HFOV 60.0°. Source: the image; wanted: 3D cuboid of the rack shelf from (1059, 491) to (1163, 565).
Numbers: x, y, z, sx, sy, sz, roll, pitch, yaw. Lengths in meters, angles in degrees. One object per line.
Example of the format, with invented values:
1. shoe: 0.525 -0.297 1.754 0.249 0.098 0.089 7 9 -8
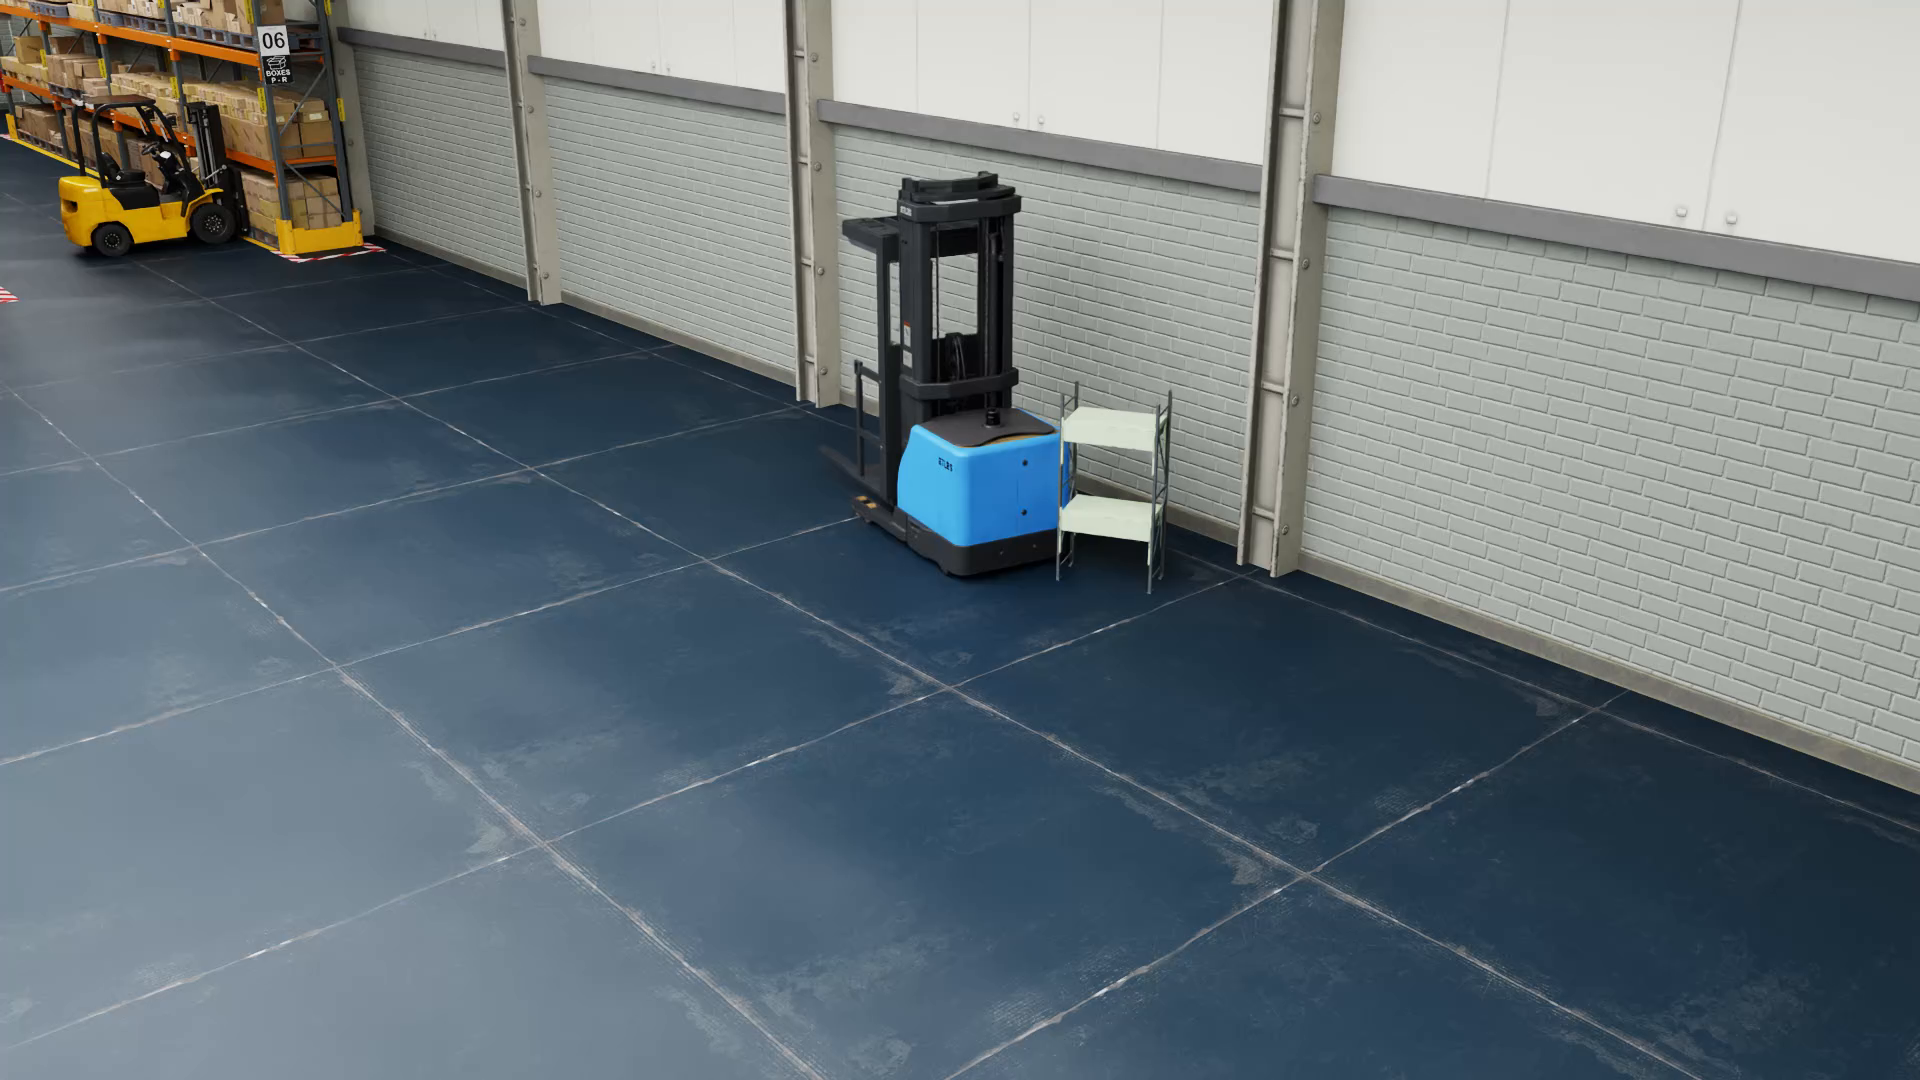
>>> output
1. rack shelf: 1.169 -0.098 12.797 0.720 0.370 0.431 8 23 19

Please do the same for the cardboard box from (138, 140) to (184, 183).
1. cardboard box: -13.928 -6.705 29.397 0.875 0.625 0.625 -16 27 -36

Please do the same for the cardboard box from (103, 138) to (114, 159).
1. cardboard box: -15.515 -7.208 30.851 0.500 0.500 0.500 -18 28 -38

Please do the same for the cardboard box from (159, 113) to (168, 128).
1. cardboard box: -13.006 -7.009 27.698 0.500 0.250 0.500 -18 27 -38

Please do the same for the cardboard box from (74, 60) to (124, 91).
1. cardboard box: -15.963 -8.620 30.888 0.797 0.503 0.637 -18 28 -39

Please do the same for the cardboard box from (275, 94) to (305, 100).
1. cardboard box: -10.071 -6.612 25.044 0.380 0.149 0.250 -17 27 -37

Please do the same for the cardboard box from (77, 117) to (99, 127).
1. cardboard box: -16.920 -8.120 32.290 0.380 0.149 0.250 -19 28 -40

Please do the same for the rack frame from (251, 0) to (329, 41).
1. rack frame: -9.535 -8.553 23.208 1.000 3.000 0.127 -17 27 -37

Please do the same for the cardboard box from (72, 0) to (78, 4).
1. cardboard box: -15.991 -9.885 30.380 0.380 0.149 0.250 -16 27 -36

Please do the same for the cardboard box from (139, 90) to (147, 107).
1. cardboard box: -13.646 -7.529 28.340 0.500 0.250 0.500 -17 27 -37

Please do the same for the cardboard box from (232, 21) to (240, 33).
1. cardboard box: -10.306 -7.438 24.106 0.380 0.149 0.250 -18 28 -39

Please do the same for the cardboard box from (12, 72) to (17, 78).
1. cardboard box: -19.771 -9.848 35.084 0.380 0.149 0.250 -17 27 -36

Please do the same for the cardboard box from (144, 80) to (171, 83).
1. cardboard box: -13.679 -7.757 28.376 0.380 0.149 0.250 -17 27 -37

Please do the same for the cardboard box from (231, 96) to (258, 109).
1. cardboard box: -10.665 -6.554 24.896 0.380 0.149 0.250 -17 27 -36

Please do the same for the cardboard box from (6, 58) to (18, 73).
1. cardboard box: -19.558 -9.920 34.722 0.500 0.250 0.500 -17 27 -37

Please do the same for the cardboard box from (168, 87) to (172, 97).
1. cardboard box: -12.839 -7.402 27.468 0.380 0.149 0.250 -17 27 -37

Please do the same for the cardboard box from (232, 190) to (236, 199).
1. cardboard box: -11.086 -5.385 25.856 0.500 0.250 0.500 -18 27 -38

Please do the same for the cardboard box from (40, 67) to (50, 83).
1. cardboard box: -17.885 -9.226 32.951 0.500 0.250 0.500 -17 27 -36

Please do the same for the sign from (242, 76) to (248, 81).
1. sign: -11.727 -7.437 27.289 0.100 0.325 0.005 -17 27 -37

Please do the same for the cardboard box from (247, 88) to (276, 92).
1. cardboard box: -10.897 -6.974 25.968 0.380 0.149 0.250 -18 28 -38

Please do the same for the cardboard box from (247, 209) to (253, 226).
1. cardboard box: -10.718 -5.009 25.581 0.500 0.250 0.500 -17 27 -37

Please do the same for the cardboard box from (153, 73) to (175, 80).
1. cardboard box: -14.013 -8.145 29.365 0.380 0.149 0.250 -17 27 -37

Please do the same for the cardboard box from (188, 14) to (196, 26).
1. cardboard box: -11.582 -7.978 25.484 0.380 0.149 0.250 -16 27 -36

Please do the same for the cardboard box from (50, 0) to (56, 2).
1. cardboard box: -16.647 -10.065 30.814 0.380 0.149 0.250 -17 27 -36

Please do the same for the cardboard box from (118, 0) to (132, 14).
1. cardboard box: -13.805 -9.116 27.908 0.500 0.500 0.500 -17 27 -36

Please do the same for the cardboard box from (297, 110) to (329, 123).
1. cardboard box: -9.560 -6.263 24.562 0.380 0.149 0.250 -18 28 -39

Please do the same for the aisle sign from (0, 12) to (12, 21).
1. aisle sign: -20.246 -11.339 34.984 0.394 0.787 0.004 -17 27 -37

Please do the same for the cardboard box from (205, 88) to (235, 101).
1. cardboard box: -11.470 -6.913 25.813 0.380 0.149 0.250 -18 28 -38

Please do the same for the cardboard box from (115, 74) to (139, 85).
1. cardboard box: -14.597 -8.087 29.217 0.380 0.149 0.250 -17 27 -36

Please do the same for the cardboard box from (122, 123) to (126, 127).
1. cardboard box: -15.746 -7.866 31.643 0.380 0.149 0.250 -17 27 -37

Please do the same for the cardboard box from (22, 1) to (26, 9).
1. cardboard box: -18.310 -10.597 32.885 0.380 0.149 0.250 -18 27 -38

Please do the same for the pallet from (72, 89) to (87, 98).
1. pallet: -16.030 -8.416 31.349 1.003 0.211 1.213 -17 27 -37

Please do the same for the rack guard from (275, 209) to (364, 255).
1. rack guard: -9.519 -4.589 24.741 1.175 0.500 0.348 -17 27 -37

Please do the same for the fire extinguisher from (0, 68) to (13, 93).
1. fire extinguisher: -20.425 -9.901 35.493 0.296 0.674 0.183 -17 27 -37

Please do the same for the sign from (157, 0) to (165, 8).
1. sign: -12.551 -8.517 26.088 0.100 0.325 0.005 -17 27 -37

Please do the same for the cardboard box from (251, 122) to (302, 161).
1. cardboard box: -10.055 -5.879 24.471 0.500 0.500 0.500 -18 28 -39

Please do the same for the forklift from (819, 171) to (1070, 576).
1. forklift: -0.279 -1.585 13.737 1.130 2.935 3.031 -11 24 -27

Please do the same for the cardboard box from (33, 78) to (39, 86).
1. cardboard box: -18.481 -9.261 33.587 0.380 0.149 0.250 -18 28 -38

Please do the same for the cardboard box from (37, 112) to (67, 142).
1. cardboard box: -18.446 -8.488 34.119 0.700 0.500 0.500 -19 28 -39

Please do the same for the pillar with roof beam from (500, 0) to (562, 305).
1. pillar with roof beam: -8.652 -6.277 17.398 9.100 9.000 0.400 -17 27 -37

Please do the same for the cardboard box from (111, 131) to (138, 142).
1. cardboard box: -15.271 -7.379 30.400 0.380 0.149 0.250 -19 28 -40

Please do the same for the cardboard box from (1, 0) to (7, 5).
1. cardboard box: -19.341 -11.011 33.942 0.380 0.149 0.250 -18 27 -38

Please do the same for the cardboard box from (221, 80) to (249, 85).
1. cardboard box: -11.709 -7.335 26.891 0.380 0.149 0.250 -17 27 -37

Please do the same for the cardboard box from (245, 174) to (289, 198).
1. cardboard box: -10.410 -5.333 25.036 0.500 0.250 0.500 -17 27 -36

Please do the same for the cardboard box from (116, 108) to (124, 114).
1. cardboard box: -14.653 -7.719 29.511 0.500 0.250 0.500 -17 27 -37

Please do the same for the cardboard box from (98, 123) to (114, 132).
1. cardboard box: -16.116 -7.753 31.353 0.380 0.149 0.250 -19 28 -40

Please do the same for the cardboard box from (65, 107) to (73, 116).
1. cardboard box: -17.290 -8.399 32.595 0.380 0.149 0.250 -18 28 -38

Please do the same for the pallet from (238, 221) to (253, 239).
1. pallet: -10.858 -4.999 26.184 1.003 0.211 1.213 -17 27 -37

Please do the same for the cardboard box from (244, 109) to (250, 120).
1. cardboard box: -10.439 -6.358 24.804 0.380 0.149 0.250 -18 27 -38

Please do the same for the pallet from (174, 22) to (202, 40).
1. pallet: -11.570 -7.990 26.006 1.003 0.211 1.213 -17 27 -37

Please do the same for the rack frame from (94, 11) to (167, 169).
1. rack frame: -14.757 -7.970 29.945 1.000 3.000 0.127 -17 27 -37

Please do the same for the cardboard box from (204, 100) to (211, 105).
1. cardboard box: -11.501 -6.767 25.848 0.380 0.149 0.250 -18 28 -38

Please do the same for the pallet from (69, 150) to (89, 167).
1. pallet: -16.809 -7.561 32.724 1.003 0.211 1.213 -17 27 -37

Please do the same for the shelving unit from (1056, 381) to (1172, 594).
1. shelving unit: 1.169 -0.401 12.678 0.755 1.500 0.431 8 23 19

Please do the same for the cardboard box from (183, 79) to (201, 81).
1. cardboard box: -13.173 -7.794 28.469 0.380 0.149 0.250 -17 27 -37

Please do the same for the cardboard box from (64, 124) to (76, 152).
1. cardboard box: -17.223 -7.919 32.668 0.500 0.500 0.500 -16 26 -35

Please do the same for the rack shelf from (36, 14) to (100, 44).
1. rack shelf: -16.063 -9.584 30.940 1.077 0.370 4.000 -17 27 -37

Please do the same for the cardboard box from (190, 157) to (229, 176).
1. cardboard box: -12.068 -6.037 26.834 0.500 0.250 0.500 -18 28 -38
